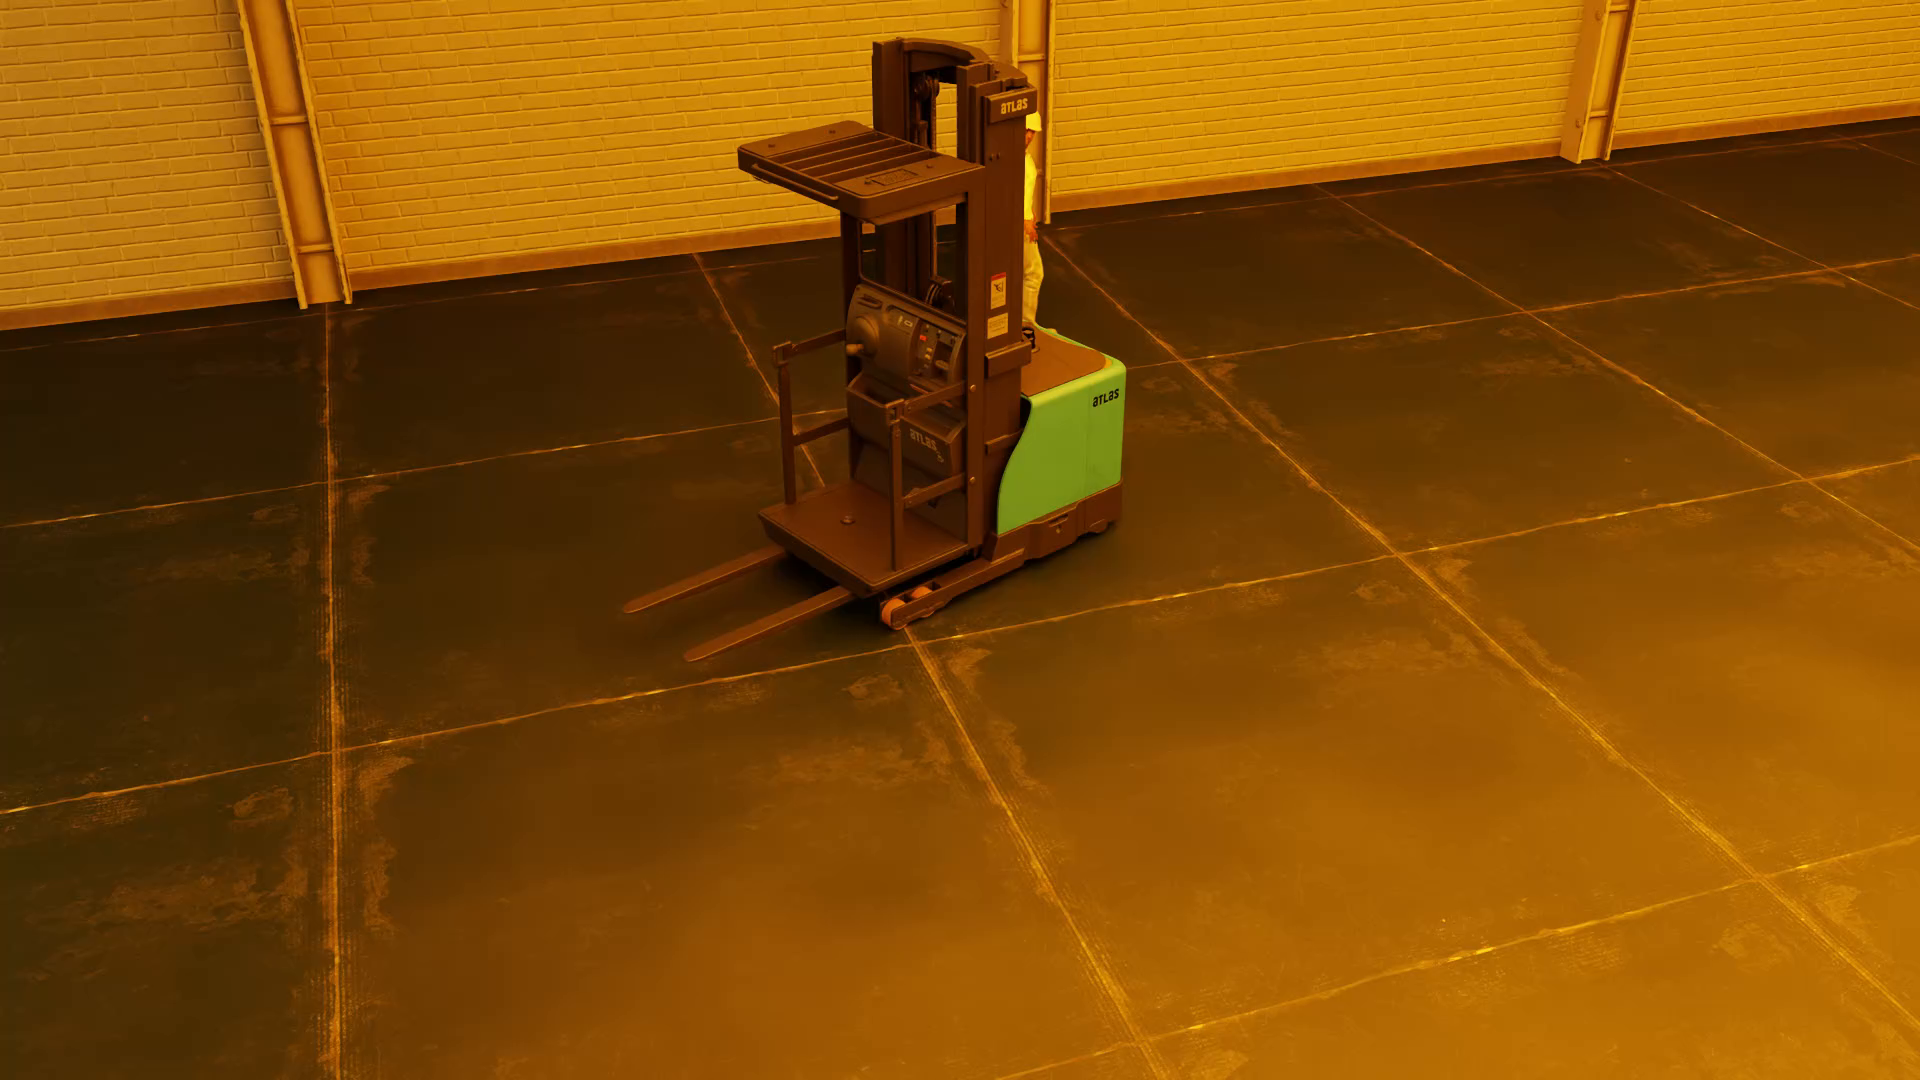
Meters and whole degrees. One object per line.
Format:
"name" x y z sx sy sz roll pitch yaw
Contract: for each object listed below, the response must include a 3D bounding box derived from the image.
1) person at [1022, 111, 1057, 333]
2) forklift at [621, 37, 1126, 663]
"person" 0.476 -2.371 12.407 0.516 1.737 0.780 -2 30 -3
"forklift" -0.461 -1.072 8.951 3.031 2.935 1.130 -23 37 -34
